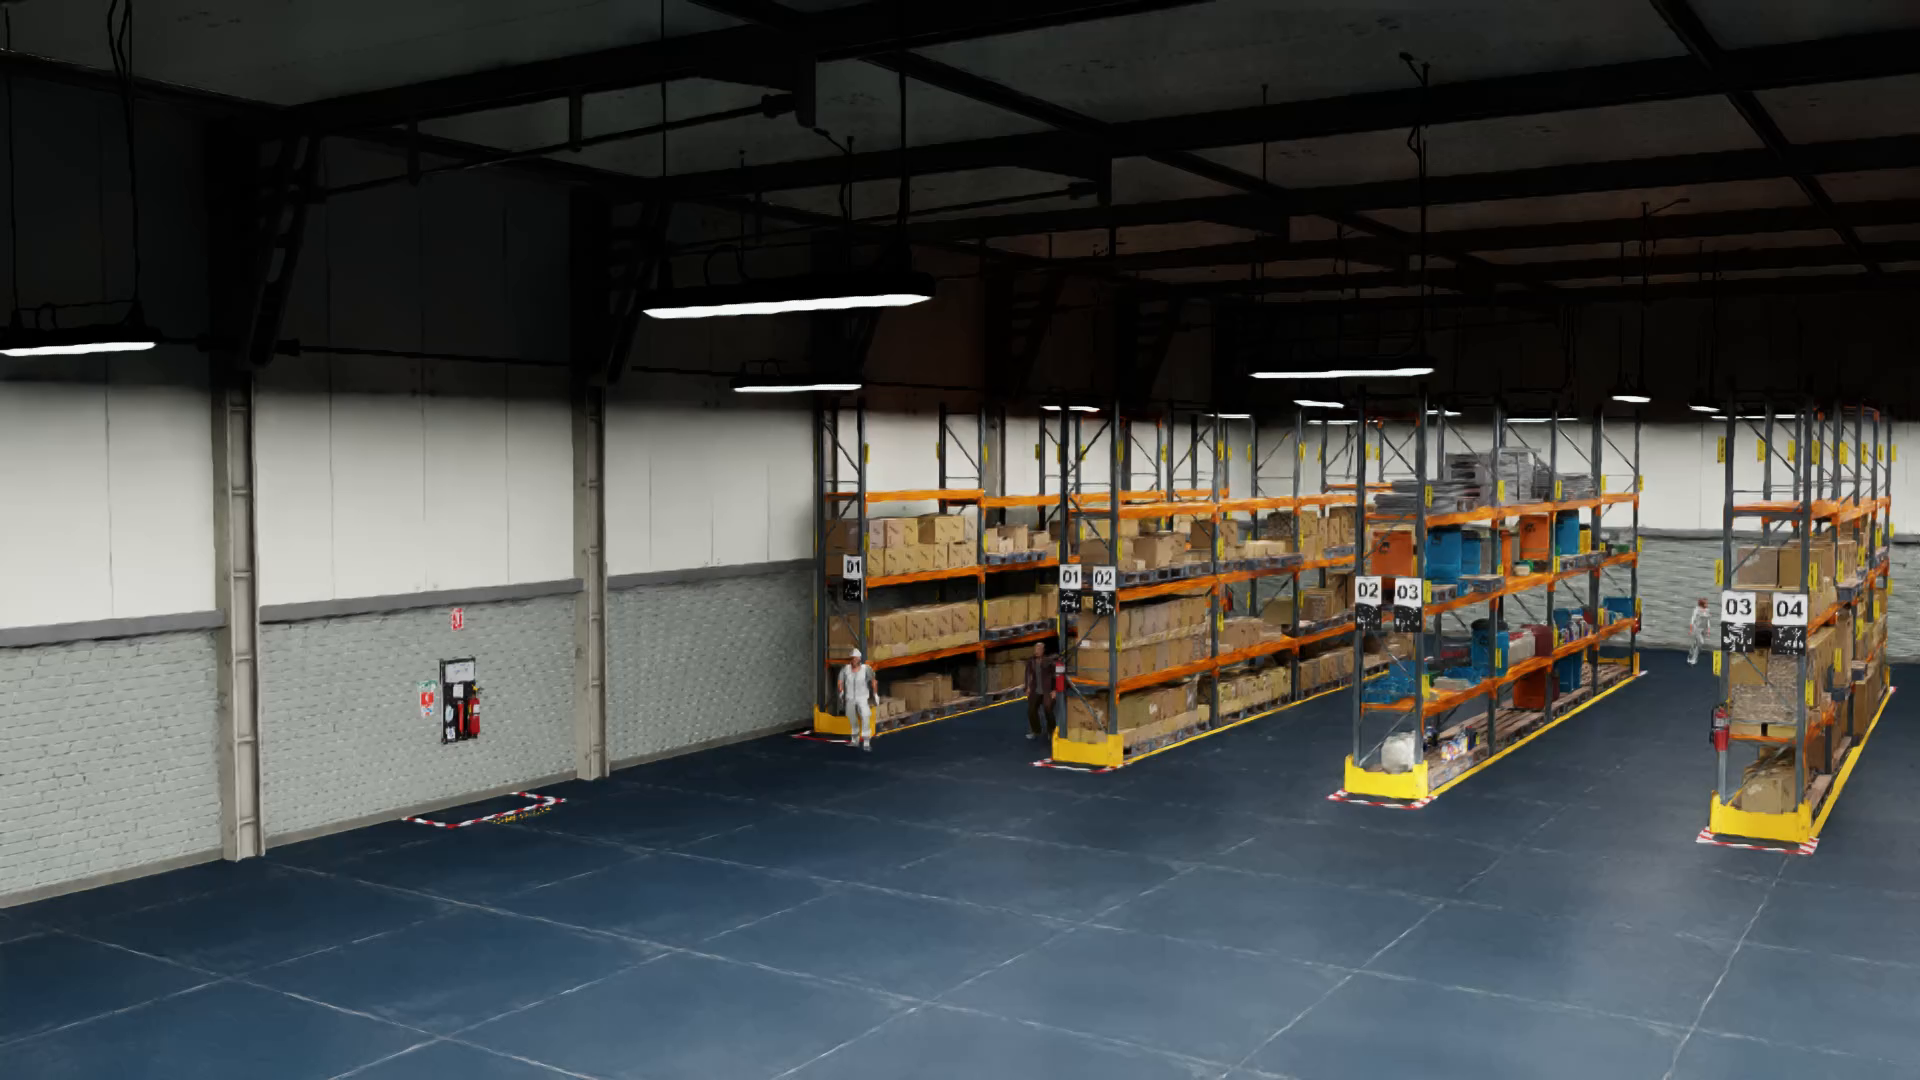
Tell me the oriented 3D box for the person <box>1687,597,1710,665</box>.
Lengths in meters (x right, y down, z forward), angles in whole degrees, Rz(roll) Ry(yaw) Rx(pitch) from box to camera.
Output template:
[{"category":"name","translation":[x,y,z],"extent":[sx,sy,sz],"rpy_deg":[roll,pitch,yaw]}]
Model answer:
[{"category":"person","translation":[17.432,2.138,39.286],"extent":[0.489,1.596,0.499],"rpy_deg":[-1,3,-26]}]

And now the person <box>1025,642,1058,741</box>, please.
[{"category":"person","translation":[1.441,2.622,28.924],"extent":[0.729,1.733,0.546],"rpy_deg":[2,3,31]}]

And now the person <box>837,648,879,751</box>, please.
[{"category":"person","translation":[-1.715,2.666,27.915],"extent":[0.675,1.723,0.793],"rpy_deg":[1,3,12]}]
